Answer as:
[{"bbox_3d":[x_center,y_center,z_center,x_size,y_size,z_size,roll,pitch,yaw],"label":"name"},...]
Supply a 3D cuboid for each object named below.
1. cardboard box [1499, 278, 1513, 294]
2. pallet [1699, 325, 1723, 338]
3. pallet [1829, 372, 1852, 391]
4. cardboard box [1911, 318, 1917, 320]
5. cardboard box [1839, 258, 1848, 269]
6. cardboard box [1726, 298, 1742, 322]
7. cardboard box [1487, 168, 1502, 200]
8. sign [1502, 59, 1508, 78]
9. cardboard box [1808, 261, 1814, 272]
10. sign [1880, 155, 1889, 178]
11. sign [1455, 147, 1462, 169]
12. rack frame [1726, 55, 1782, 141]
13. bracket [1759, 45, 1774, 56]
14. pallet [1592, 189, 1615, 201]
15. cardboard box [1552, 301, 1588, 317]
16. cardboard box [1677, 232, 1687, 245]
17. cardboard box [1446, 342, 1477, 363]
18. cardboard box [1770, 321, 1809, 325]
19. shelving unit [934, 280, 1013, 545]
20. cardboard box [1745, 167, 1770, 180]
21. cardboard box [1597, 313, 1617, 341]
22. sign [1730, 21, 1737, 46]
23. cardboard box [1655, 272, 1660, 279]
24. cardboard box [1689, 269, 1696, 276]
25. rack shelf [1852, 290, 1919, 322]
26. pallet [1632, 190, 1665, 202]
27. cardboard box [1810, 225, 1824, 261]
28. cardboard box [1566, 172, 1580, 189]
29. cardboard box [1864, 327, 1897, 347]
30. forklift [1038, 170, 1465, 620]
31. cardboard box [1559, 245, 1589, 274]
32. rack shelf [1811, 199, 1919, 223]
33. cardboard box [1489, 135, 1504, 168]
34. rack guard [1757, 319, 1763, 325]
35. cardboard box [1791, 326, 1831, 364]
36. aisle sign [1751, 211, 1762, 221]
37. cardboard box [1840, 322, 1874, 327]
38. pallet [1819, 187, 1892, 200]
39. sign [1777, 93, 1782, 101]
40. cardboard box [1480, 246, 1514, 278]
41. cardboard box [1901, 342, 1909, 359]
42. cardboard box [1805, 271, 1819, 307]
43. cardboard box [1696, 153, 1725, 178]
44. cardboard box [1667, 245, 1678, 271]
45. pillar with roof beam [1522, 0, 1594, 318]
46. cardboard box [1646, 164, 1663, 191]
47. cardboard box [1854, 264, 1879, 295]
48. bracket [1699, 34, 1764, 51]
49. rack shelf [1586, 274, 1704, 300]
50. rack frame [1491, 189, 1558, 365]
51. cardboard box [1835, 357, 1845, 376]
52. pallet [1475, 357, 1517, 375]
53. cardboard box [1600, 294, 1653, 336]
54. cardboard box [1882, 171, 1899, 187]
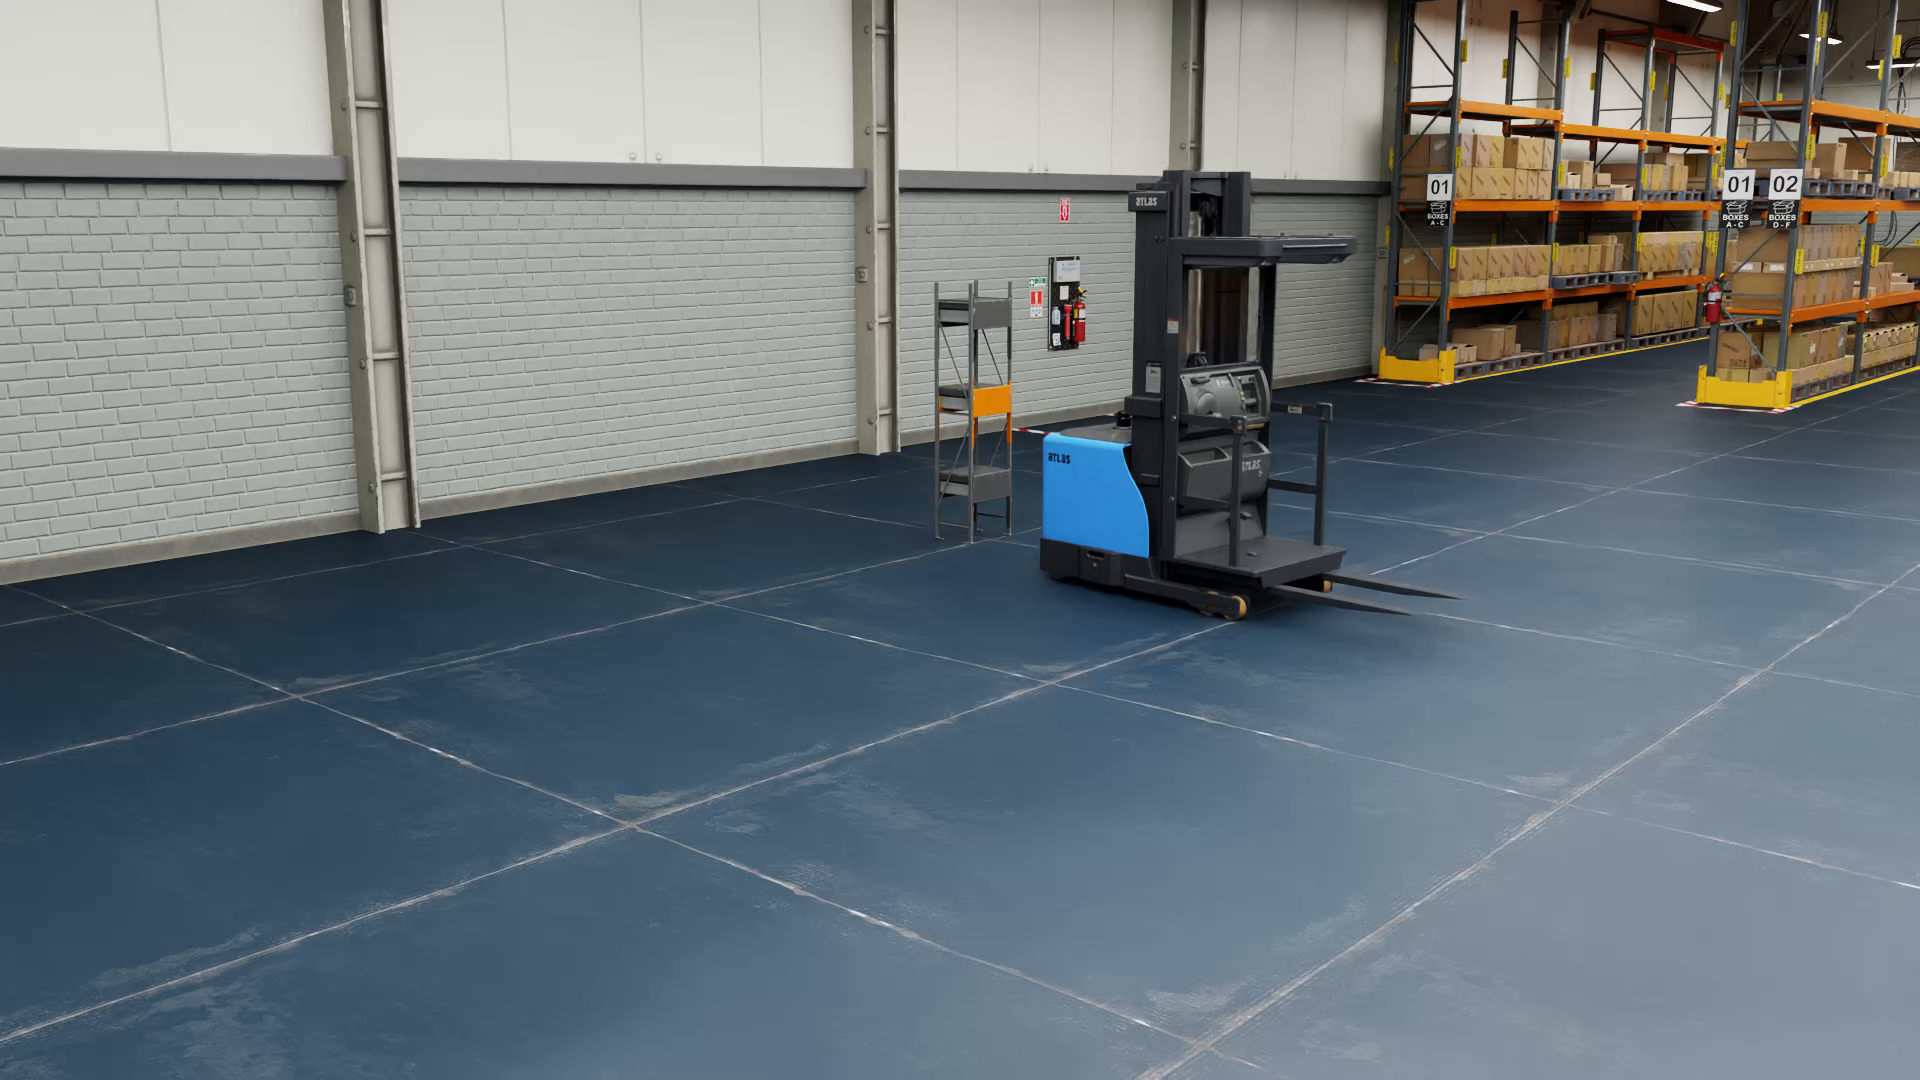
[{"bbox_3d":[8.768,-4.201,27.420,0.500,0.250,0.500,10,15,41],"label":"cardboard box"},{"bbox_3d":[15.681,-4.508,35.741,1.003,0.211,1.213,10,15,40],"label":"pallet"},{"bbox_3d":[13.007,-2.478,25.576,1.003,0.211,1.213,10,15,40],"label":"pallet"},{"bbox_3d":[17.395,-3.716,29.916,0.500,0.500,0.500,10,15,40],"label":"cardboard box"},{"bbox_3d":[13.036,-4.142,24.880,0.380,0.149,0.250,10,15,40],"label":"cardboard box"},{"bbox_3d":[17.044,-5.152,37.160,0.700,0.500,0.500,10,15,40],"label":"cardboard box"},{"bbox_3d":[8.329,-5.706,26.656,0.500,0.500,0.500,11,16,43],"label":"cardboard box"},{"bbox_3d":[9.419,-8.145,28.726,0.100,0.325,0.005,10,15,40],"label":"sign"},{"bbox_3d":[11.850,-3.878,23.555,0.380,0.149,0.250,9,15,39],"label":"cardboard box"},{"bbox_3d":[13.981,-5.648,25.151,0.100,0.325,0.005,10,15,40],"label":"sign"},{"bbox_3d":[7.607,-5.837,25.389,0.100,0.325,0.005,10,15,40],"label":"sign"},{"bbox_3d":[17.761,-9.304,37.317,1.000,3.000,0.127,10,15,40],"label":"rack frame"},{"bbox_3d":[18.886,-11.471,38.978,0.235,0.232,0.430,10,15,40],"label":"bracket"},{"bbox_3d":[11.009,-6.205,29.942,1.213,0.211,1.003,10,15,40],"label":"pallet"},{"bbox_3d":[11.285,-4.278,30.815,0.500,0.250,0.500,10,15,40],"label":"cardboard box"},{"bbox_3d":[14.323,-6.095,33.588,0.500,0.250,0.500,10,15,41],"label":"cardboard box"},{"bbox_3d":[8.100,-3.079,27.211,0.500,0.311,0.500,-11,15,-43],"label":"cardboard box"},{"bbox_3d":[12.698,-3.079,25.504,0.500,0.500,0.500,10,15,40],"label":"cardboard box"},{"bbox_3d":[0.109,-1.054,13.627,0.431,2.100,0.503,10,15,40],"label":"shelving unit"},{"bbox_3d":[11.485,-5.243,23.600,0.500,0.250,0.500,10,15,40],"label":"cardboard box"},{"bbox_3d":[12.044,-4.062,31.650,0.700,0.500,0.500,10,15,41],"label":"cardboard box"},{"bbox_3d":[10.524,-6.879,22.590,0.100,0.325,0.005,10,15,40],"label":"sign"},{"bbox_3d":[13.700,-5.283,33.093,0.380,0.149,0.250,10,15,41],"label":"cardboard box"},{"bbox_3d":[14.961,-5.533,34.348,0.380,0.149,0.250,10,15,41],"label":"cardboard box"},{"bbox_3d":[14.883,-3.898,27.405,1.077,0.370,4.000,10,15,40],"label":"rack shelf"},{"bbox_3d":[12.865,-6.665,32.245,1.213,0.211,1.003,11,16,43],"label":"pallet"},{"bbox_3d":[11.951,-4.280,23.916,0.700,0.500,0.500,10,15,41],"label":"cardboard box"},{"bbox_3d":[10.667,-6.390,29.544,0.500,0.311,0.500,10,15,42],"label":"cardboard box"},{"bbox_3d":[15.037,-3.344,27.311,0.500,0.311,0.500,10,15,42],"label":"cardboard box"},{"bbox_3d":[1.967,-1.019,11.327,1.130,2.935,3.031,-11,16,-43],"label":"forklift"},{"bbox_3d":[10.987,-5.114,30.278,0.500,0.500,0.700,-10,15,-40],"label":"cardboard box"},{"bbox_3d":[14.883,-5.369,27.112,1.077,0.370,4.000,10,15,40],"label":"rack shelf"},{"bbox_3d":[8.335,-6.197,26.564,0.500,0.500,0.500,10,15,42],"label":"cardboard box"},{"bbox_3d":[17.777,-5.140,38.168,1.175,0.500,0.348,10,15,40],"label":"rack guard"},{"bbox_3d":[12.436,-2.864,24.424,0.500,0.500,0.500,10,15,40],"label":"cardboard box"},{"bbox_3d":[18.034,-7.609,37.509,0.394,0.787,0.004,10,15,40],"label":"aisle sign"},{"bbox_3d":[15.297,-3.560,28.393,0.500,0.311,0.500,9,15,39],"label":"cardboard box"},{"bbox_3d":[14.136,-5.465,26.245,0.805,0.209,1.217,9,14,38],"label":"pallet"},{"bbox_3d":[18.159,-9.728,36.856,0.100,0.325,0.005,10,15,40],"label":"sign"},{"bbox_3d":[8.751,-4.567,27.338,0.500,0.500,0.500,10,15,42],"label":"cardboard box"},{"bbox_3d":[15.702,-3.217,28.109,0.500,0.250,0.500,10,15,40],"label":"cardboard box"},{"bbox_3d":[11.916,-3.634,23.993,0.700,0.500,0.500,10,15,41],"label":"cardboard box"},{"bbox_3d":[15.802,-7.862,34.899,0.500,0.500,0.500,10,15,40],"label":"cardboard box"},{"bbox_3d":[14.012,-5.654,33.297,0.500,0.500,0.500,10,15,42],"label":"cardboard box"},{"bbox_3d":[14.206,-7.491,28.240,9.100,9.000,0.548,10,15,40],"label":"pillar with roof beam"},{"bbox_3d":[13.442,-7.164,32.883,0.700,0.500,0.500,11,16,43],"label":"cardboard box"},{"bbox_3d":[14.430,-4.194,26.795,0.500,0.500,0.500,-11,16,-43],"label":"cardboard box"},{"bbox_3d":[17.174,-11.089,37.068,0.076,0.066,4.783,10,15,40],"label":"bracket"},{"bbox_3d":[13.800,-5.126,33.556,1.077,0.370,4.000,10,15,40],"label":"rack shelf"},{"bbox_3d":[9.840,-4.596,29.066,1.000,3.000,0.127,10,15,40],"label":"rack frame"},{"bbox_3d":[13.084,-2.645,25.245,0.500,0.250,0.500,10,15,40],"label":"cardboard box"},{"bbox_3d":[8.618,-2.945,27.918,1.003,0.211,1.213,10,15,40],"label":"pallet"},{"bbox_3d":[13.064,-4.428,32.638,0.750,0.750,0.750,10,15,40],"label":"cardboard box"},{"bbox_3d":[14.871,-5.833,26.910,0.500,0.250,0.500,8,14,36],"label":"cardboard box"}]
